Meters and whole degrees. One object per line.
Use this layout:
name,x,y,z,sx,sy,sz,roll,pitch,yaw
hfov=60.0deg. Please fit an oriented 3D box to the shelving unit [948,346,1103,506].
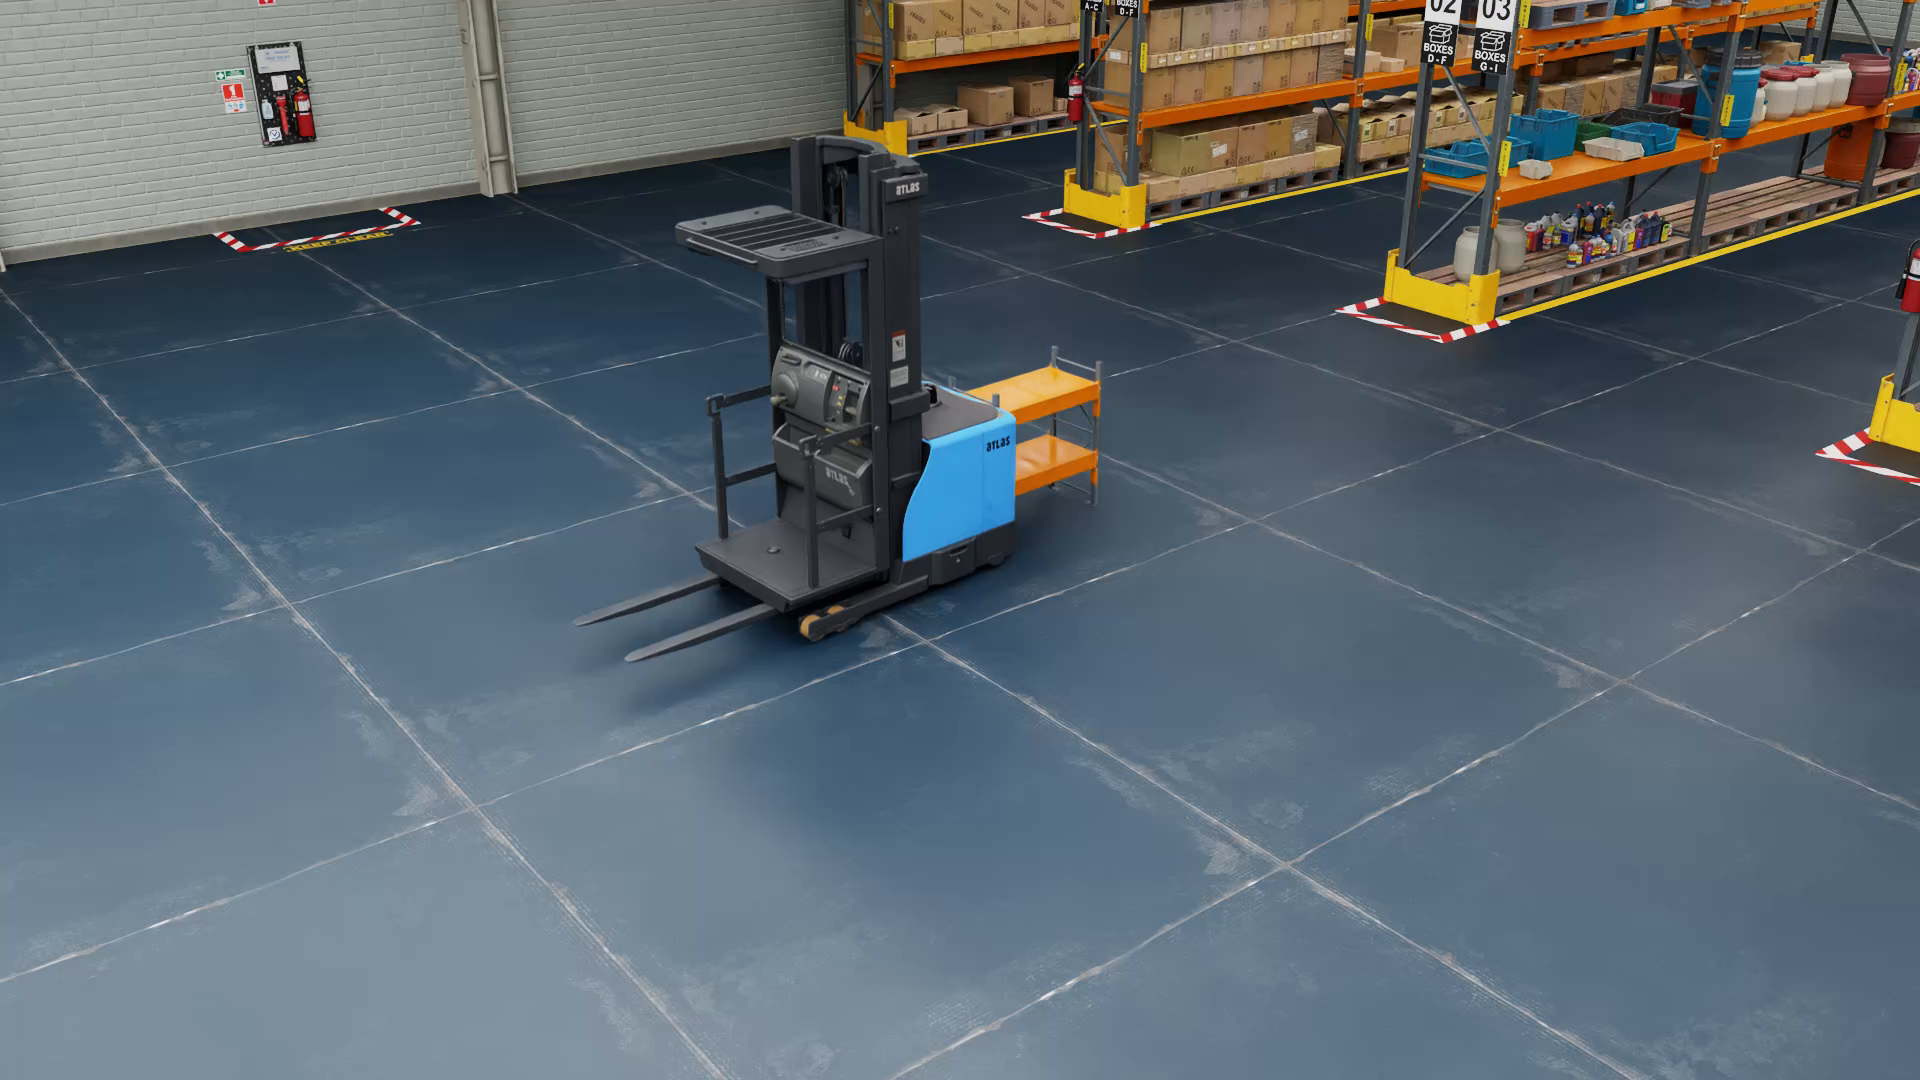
shelving unit,0.473,-0.702,12.054,1.048,1.125,0.538,-21,32,-37

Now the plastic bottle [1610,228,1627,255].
plastic bottle,7.116,-3.243,18.015,0.135,0.276,0.152,-18,30,-33

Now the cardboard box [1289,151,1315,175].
cardboard box,4.298,-4.982,21.816,0.500,0.250,0.500,-18,31,-34

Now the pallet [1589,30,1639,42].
pallet,9.602,-7.817,25.385,1.213,0.211,1.003,-18,31,-34

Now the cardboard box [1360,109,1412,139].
cardboard box,5.803,-5.709,22.717,0.500,0.311,0.500,-19,31,-35

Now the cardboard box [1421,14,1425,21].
cardboard box,8.578,-9.616,30.733,0.250,0.149,0.380,-18,31,-34

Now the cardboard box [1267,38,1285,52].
cardboard box,3.845,-6.227,20.842,0.250,0.149,0.380,-17,30,-33

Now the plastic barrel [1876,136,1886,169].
plastic barrel,11.892,-5.127,21.817,0.421,0.512,0.421,0,25,0

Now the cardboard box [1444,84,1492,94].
cardboard box,7.482,-6.556,24.542,0.500,0.311,0.500,-17,30,-32

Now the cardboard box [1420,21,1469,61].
cardboard box,6.765,-7.001,23.281,0.500,0.500,0.500,-20,32,-37

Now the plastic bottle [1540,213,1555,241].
plastic bottle,6.460,-3.434,18.338,0.185,0.351,0.144,-17,30,-32

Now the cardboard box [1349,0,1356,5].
cardboard box,6.618,-9.343,28.721,0.250,0.149,0.380,-18,30,-34

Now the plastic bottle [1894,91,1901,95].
plastic bottle,11.668,-5.705,20.753,0.135,0.276,0.152,-18,31,-34

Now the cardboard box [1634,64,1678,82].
cardboard box,11.011,-7.279,26.445,0.500,0.500,0.500,-18,31,-34

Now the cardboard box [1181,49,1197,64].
cardboard box,2.625,-5.823,19.972,0.250,0.149,0.380,-18,30,-34

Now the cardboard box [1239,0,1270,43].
cardboard box,3.397,-6.484,20.625,0.500,0.500,0.700,-18,31,-34

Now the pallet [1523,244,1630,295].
pallet,6.466,-2.972,18.031,1.213,0.211,1.003,-18,31,-34

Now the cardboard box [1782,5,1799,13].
cardboard box,13.780,-9.178,27.972,0.500,0.500,0.500,-18,30,-34

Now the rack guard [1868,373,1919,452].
rack guard,7.949,-0.923,13.271,0.348,0.500,1.175,-18,31,-34

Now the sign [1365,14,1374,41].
sign,5.271,-6.603,21.420,0.005,0.325,0.100,-18,31,-34

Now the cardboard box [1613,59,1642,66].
cardboard box,10.692,-7.457,26.829,0.500,0.500,0.500,-20,31,-36

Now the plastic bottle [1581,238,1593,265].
plastic bottle,6.642,-3.065,17.623,0.133,0.283,0.061,-18,30,-33

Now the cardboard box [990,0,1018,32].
cardboard box,0.485,-7.660,24.083,0.500,0.500,0.500,-17,30,-32

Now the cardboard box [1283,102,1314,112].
cardboard box,4.369,-5.625,22.311,0.500,0.500,0.500,-18,31,-34

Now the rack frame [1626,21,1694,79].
rack frame,11.223,-8.436,26.492,0.127,3.000,1.000,-18,31,-34

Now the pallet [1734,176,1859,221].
pallet,10.495,-4.302,20.897,1.213,0.211,1.003,-18,31,-34

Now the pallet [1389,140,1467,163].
pallet,6.444,-5.616,23.728,1.213,0.211,1.003,-18,31,-34

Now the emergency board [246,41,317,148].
emergency board,-7.953,-5.240,19.604,0.643,1.169,0.194,-18,31,-34

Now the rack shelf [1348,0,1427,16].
rack shelf,6.589,-9.231,29.058,4.000,0.370,1.077,-18,31,-34

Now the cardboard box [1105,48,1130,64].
cardboard box,1.963,-5.821,19.968,0.250,0.149,0.380,-19,31,-35

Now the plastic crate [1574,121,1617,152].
plastic crate,6.738,-4.361,17.963,0.662,0.188,0.450,-18,31,-34

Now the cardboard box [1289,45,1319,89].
cardboard box,4.171,-6.147,21.441,0.500,0.500,0.700,-19,31,-35

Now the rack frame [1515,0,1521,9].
rack frame,4.833,-6.399,14.975,0.127,3.000,1.000,-18,31,-34

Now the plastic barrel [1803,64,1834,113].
plastic barrel,10.119,-5.359,19.728,0.421,0.512,0.421,0,25,0

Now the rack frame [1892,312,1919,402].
rack frame,7.889,-2.037,12.702,0.127,3.000,1.000,-18,31,-34

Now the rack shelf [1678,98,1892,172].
rack shelf,9.555,-4.910,19.748,4.000,0.370,1.077,-18,31,-34

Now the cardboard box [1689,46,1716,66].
cardboard box,12.698,-7.993,27.980,0.637,0.503,0.797,-18,31,-34

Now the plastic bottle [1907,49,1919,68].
plastic bottle,12.766,-6.444,22.345,0.135,0.276,0.152,-18,31,-34

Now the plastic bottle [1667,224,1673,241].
plastic bottle,7.888,-3.449,18.548,0.097,0.201,0.097,0,25,0

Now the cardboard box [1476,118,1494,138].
cardboard box,7.408,-5.988,23.984,0.500,0.250,0.500,-19,31,-35

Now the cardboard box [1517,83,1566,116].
cardboard box,8.609,-6.487,24.738,0.500,0.500,0.500,-17,30,-32

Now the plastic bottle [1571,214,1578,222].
plastic bottle,6.848,-3.507,18.588,0.097,0.271,0.097,0,25,0

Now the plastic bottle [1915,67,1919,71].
plastic bottle,12.103,-5.864,21.102,0.097,0.271,0.097,0,25,0

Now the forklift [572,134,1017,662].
forklift,-1.043,-0.938,10.417,3.031,2.935,1.130,-21,32,-37

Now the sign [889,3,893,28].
sign,-0.945,-7.172,22.740,0.005,0.325,0.100,-18,31,-34

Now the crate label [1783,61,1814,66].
crate label,10.180,-5.603,20.345,0.616,0.435,0.502,-18,31,-34

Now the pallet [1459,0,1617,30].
pallet,5.545,-5.135,16.039,1.213,0.211,1.003,-18,31,-34

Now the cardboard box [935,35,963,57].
cardboard box,-0.300,-7.062,23.684,0.500,0.250,0.500,-19,31,-36

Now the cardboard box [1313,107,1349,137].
cardboard box,5.069,-5.756,22.818,0.500,0.311,0.500,-18,31,-34

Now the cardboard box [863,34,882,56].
cardboard box,-1.032,-7.086,23.737,0.500,0.250,0.500,-18,30,-33

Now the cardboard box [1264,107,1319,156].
cardboard box,4.297,-5.323,21.660,0.500,0.500,0.500,-18,31,-34
